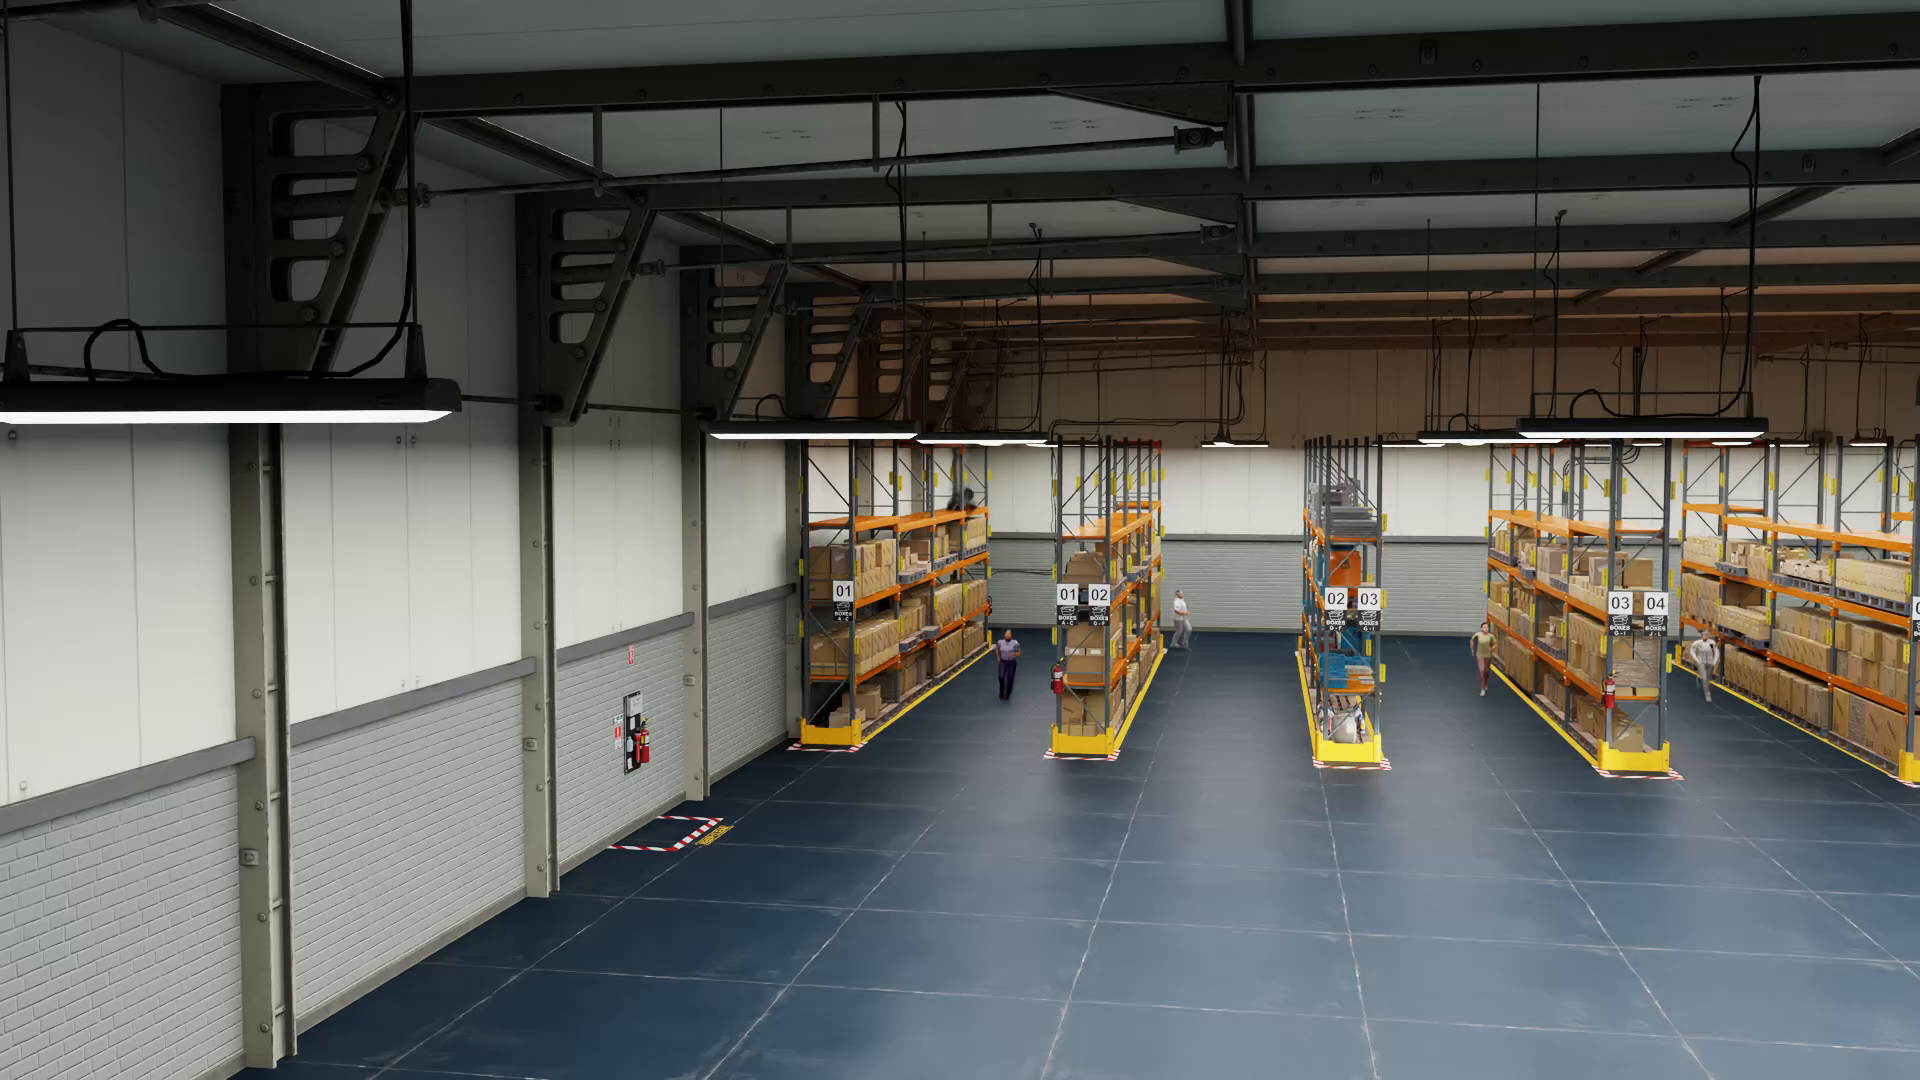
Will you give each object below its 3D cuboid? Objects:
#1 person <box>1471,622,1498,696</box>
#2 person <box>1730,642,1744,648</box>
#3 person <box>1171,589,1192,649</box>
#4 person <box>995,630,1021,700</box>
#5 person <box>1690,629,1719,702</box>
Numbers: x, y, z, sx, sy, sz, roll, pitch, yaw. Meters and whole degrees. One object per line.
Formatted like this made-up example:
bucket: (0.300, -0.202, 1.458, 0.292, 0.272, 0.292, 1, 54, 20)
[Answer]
person: (12.330, 2.784, 39.120, 0.589, 1.719, 0.834, 0, 3, 8)
person: (21.019, 2.448, 44.832, 0.749, 1.715, 0.522, -1, 3, -24)
person: (6.318, 2.287, 47.738, 0.685, 1.801, 0.683, 2, 4, 35)
person: (1.091, 2.854, 38.010, 0.595, 1.614, 0.680, 0, 3, 3)
person: (17.111, 2.856, 38.271, 0.627, 1.677, 0.855, 0, 3, 5)
